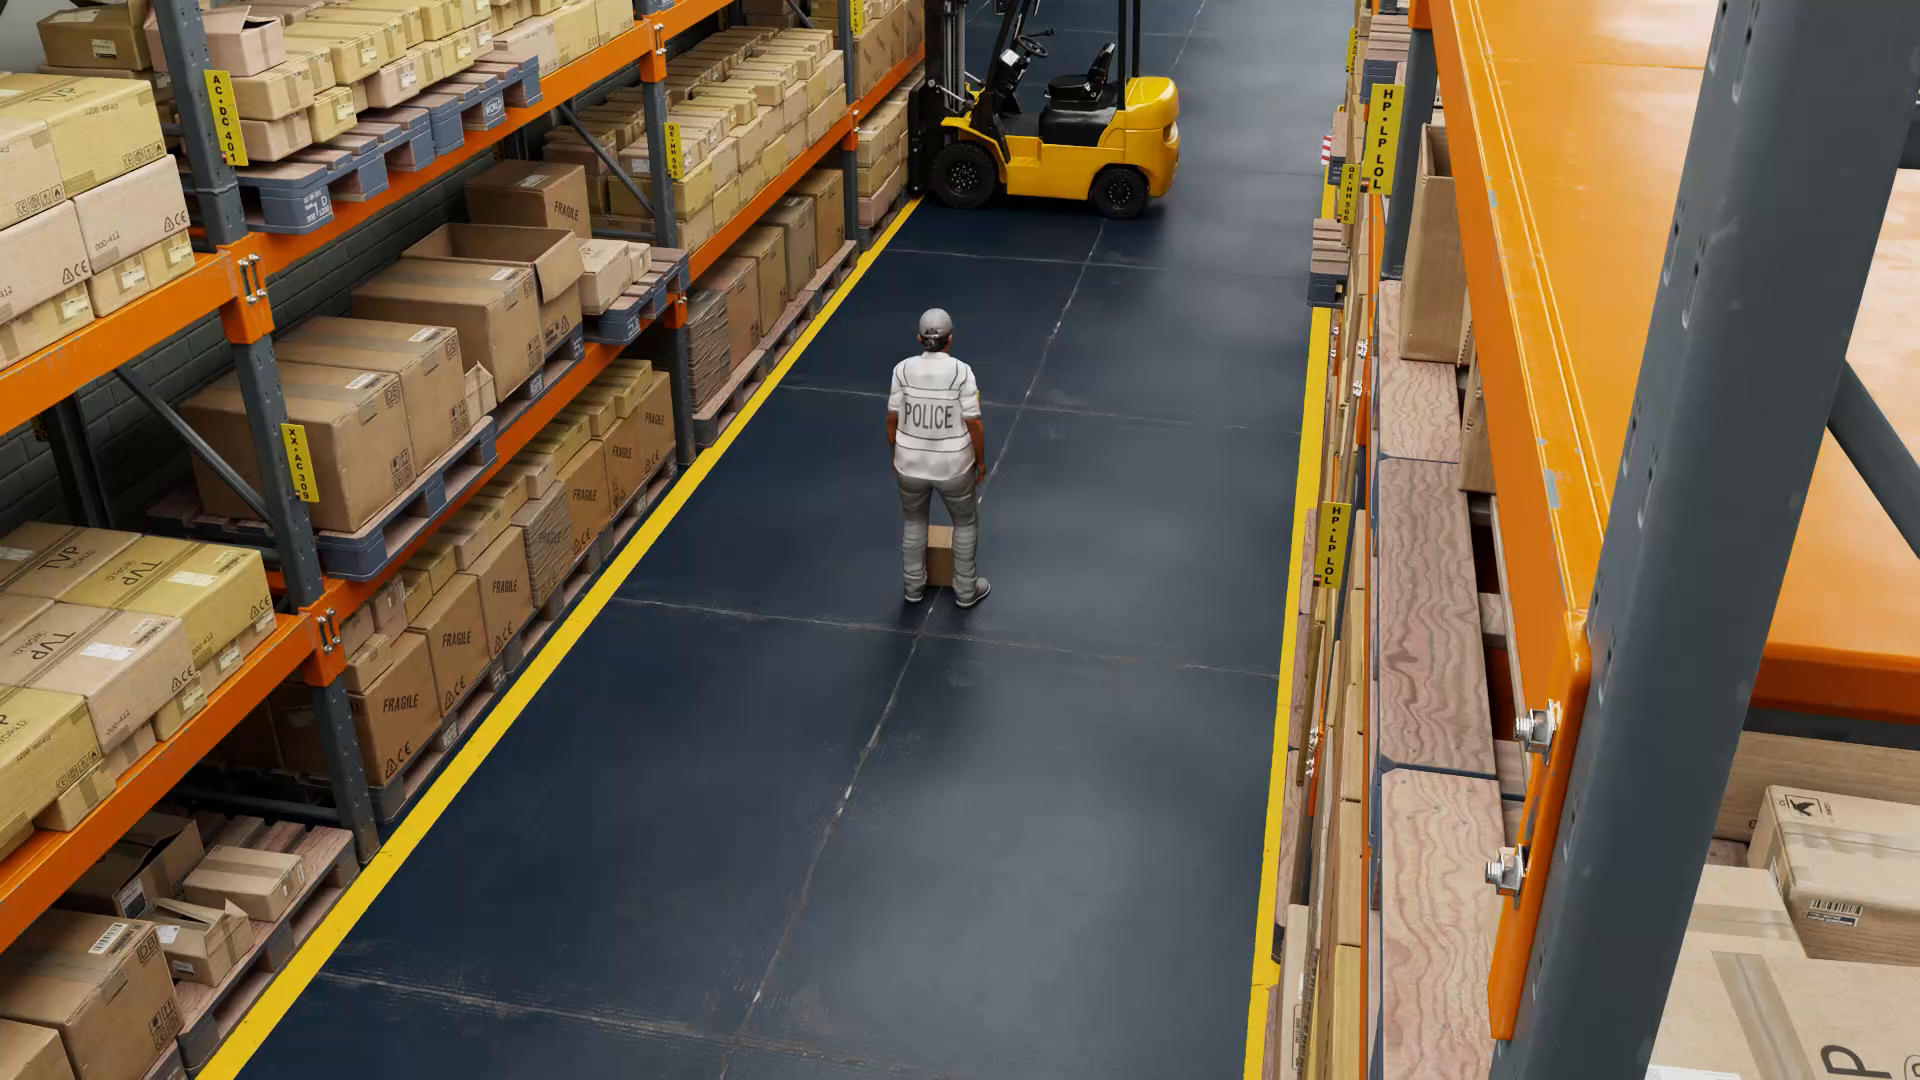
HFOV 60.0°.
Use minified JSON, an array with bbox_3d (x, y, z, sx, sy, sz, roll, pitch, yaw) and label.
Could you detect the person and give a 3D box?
[{"bbox_3d":[-0.115,-0.421,8.879,0.537,1.666,0.467,6,30,11],"label":"person"}]
